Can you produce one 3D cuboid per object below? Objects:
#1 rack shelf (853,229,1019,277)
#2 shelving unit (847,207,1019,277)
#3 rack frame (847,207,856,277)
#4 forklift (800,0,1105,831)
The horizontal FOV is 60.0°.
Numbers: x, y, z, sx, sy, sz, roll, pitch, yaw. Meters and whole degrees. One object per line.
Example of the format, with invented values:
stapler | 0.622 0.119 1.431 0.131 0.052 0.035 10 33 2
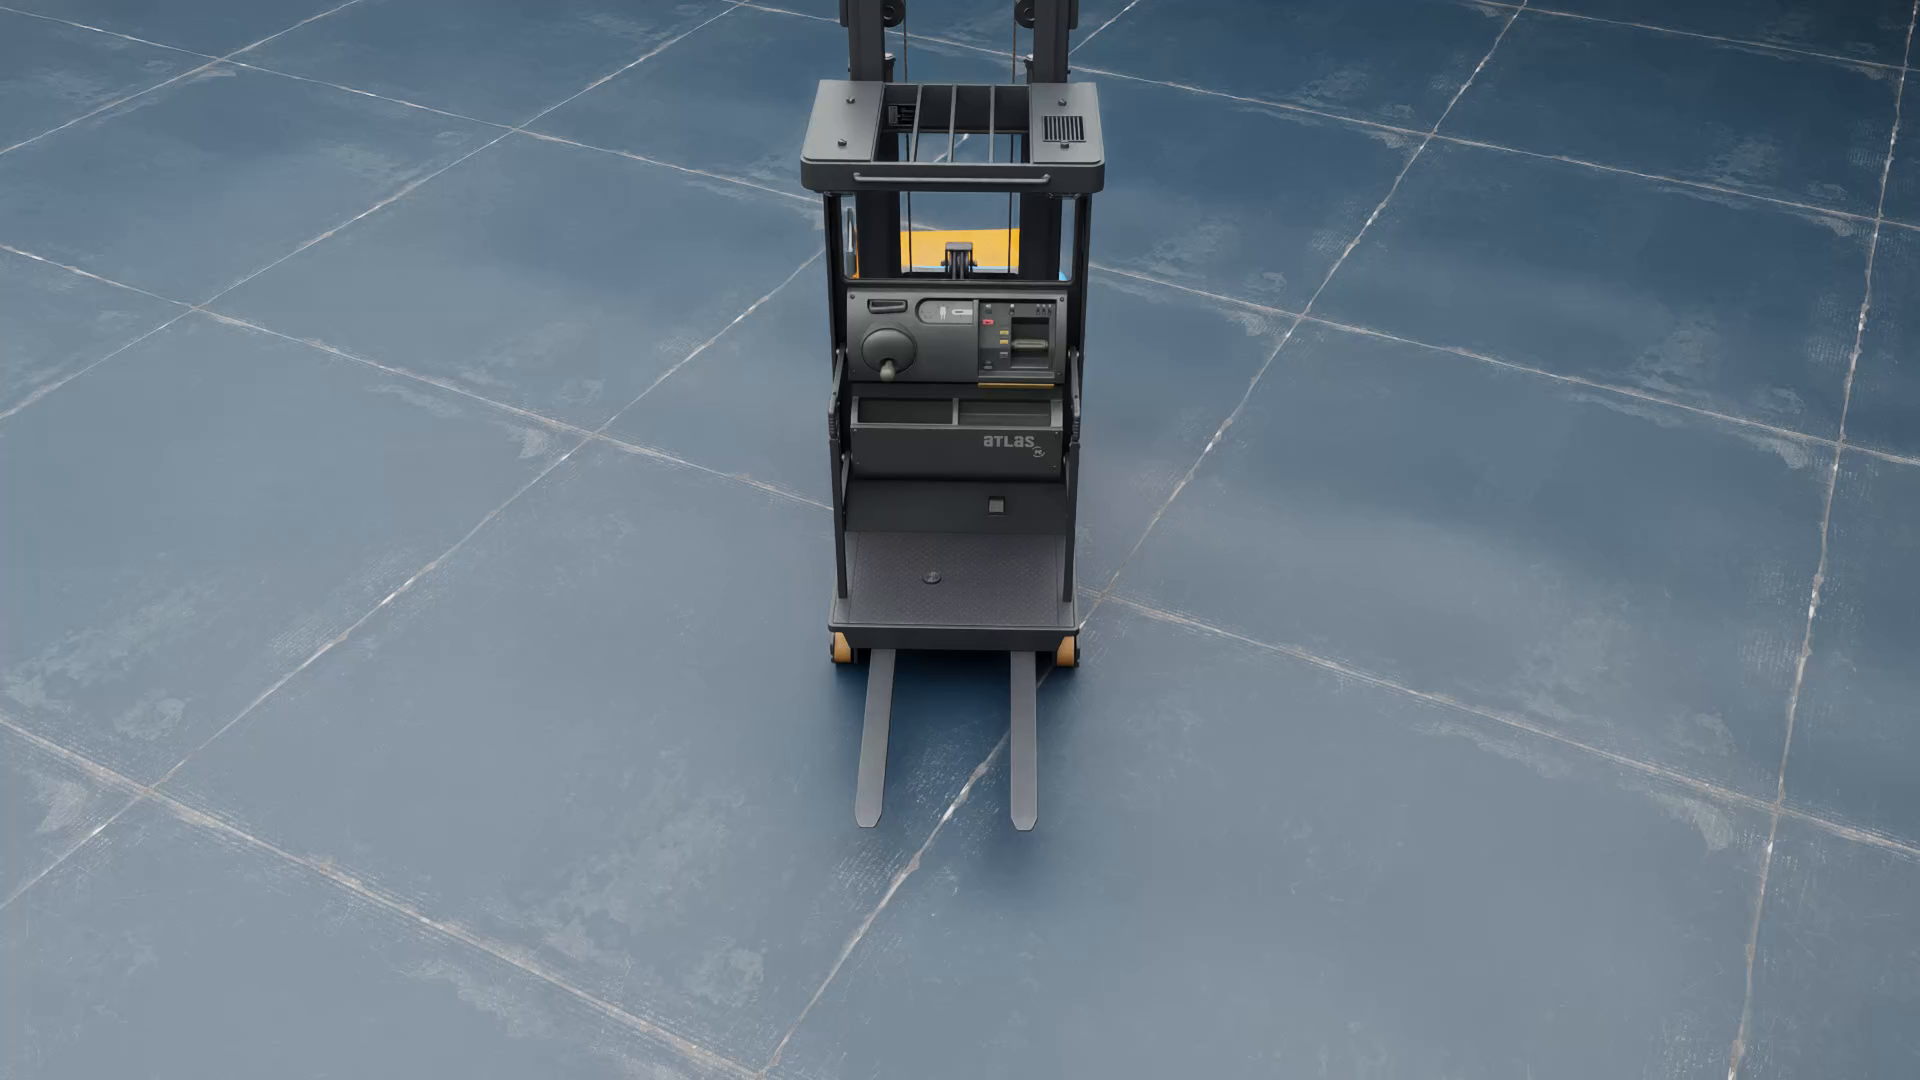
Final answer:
rack shelf | -0.054 -1.391 8.667 1.000 0.278 0.538 -2 37 -2
shelving unit | -0.054 -1.157 8.844 1.048 1.125 0.538 -2 37 -2
rack frame | -0.562 -1.142 8.824 0.032 1.125 0.500 -2 37 -2
forklift | -0.016 -0.791 6.868 1.130 2.935 3.031 1 37 1
